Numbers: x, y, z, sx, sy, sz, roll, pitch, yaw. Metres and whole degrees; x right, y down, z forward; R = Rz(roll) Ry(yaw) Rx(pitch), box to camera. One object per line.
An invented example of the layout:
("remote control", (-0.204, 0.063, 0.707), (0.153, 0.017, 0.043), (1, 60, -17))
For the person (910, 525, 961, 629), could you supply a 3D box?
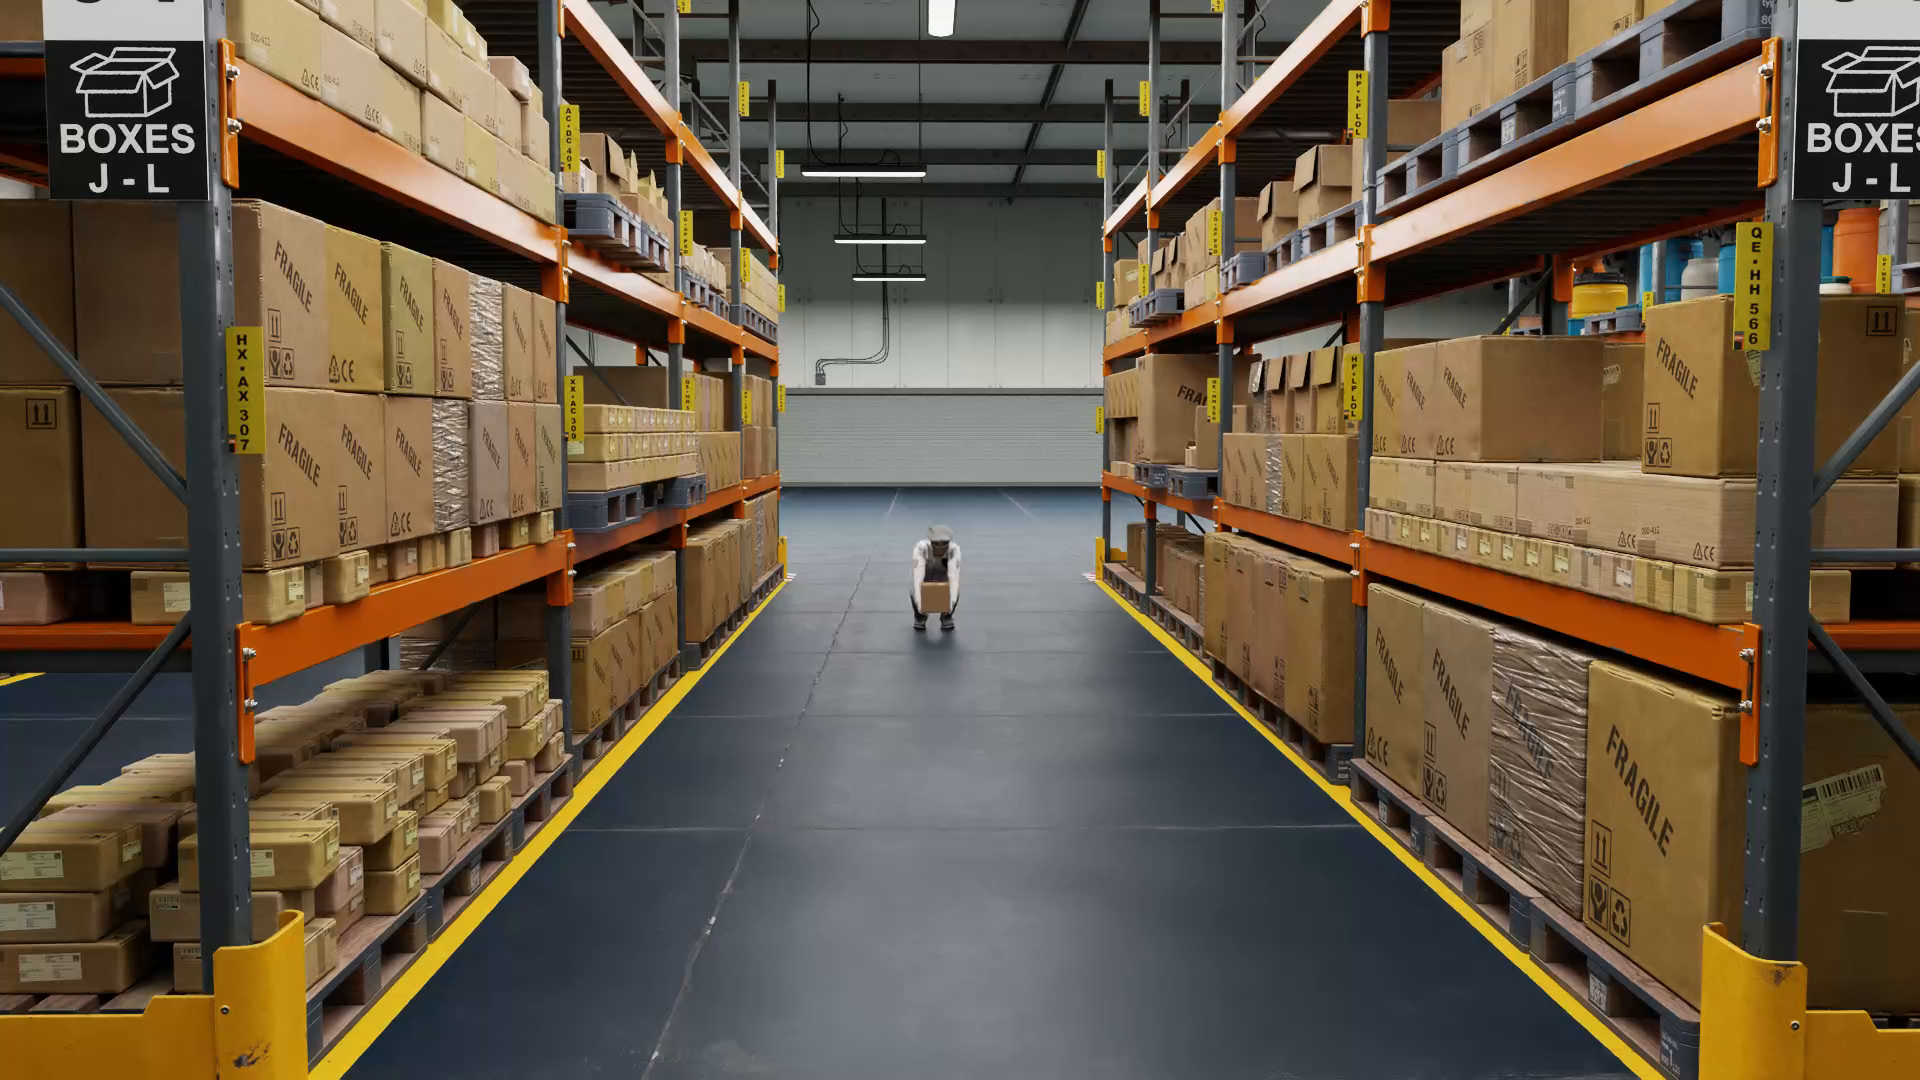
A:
("person", (-0.231, 0.337, 15.193), (0.459, 0.980, 0.851), (0, 4, -3))
